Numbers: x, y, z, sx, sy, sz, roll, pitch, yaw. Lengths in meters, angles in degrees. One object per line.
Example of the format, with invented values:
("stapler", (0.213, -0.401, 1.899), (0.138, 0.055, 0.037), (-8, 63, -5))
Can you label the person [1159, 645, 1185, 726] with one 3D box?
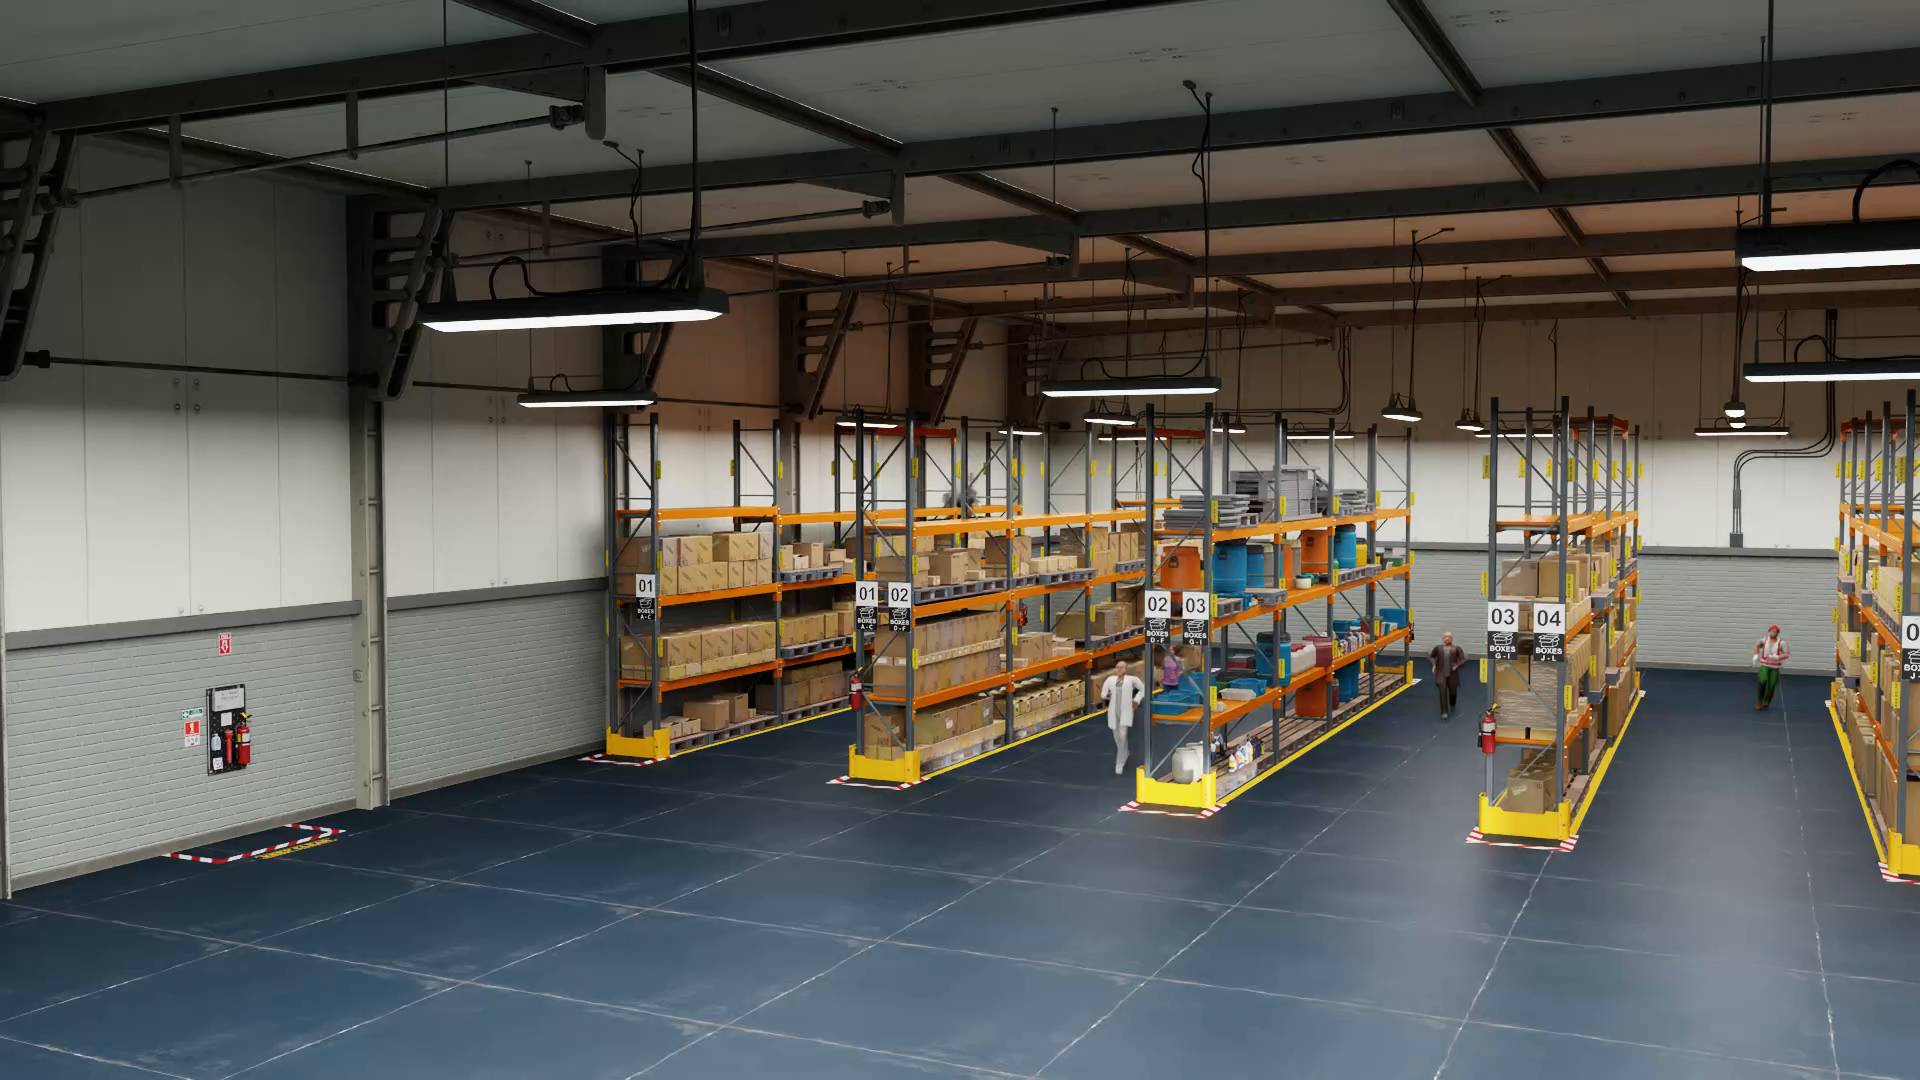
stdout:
("person", (4.171, 2.843, 32.730), (0.546, 1.560, 0.730), (1, 3, 23))

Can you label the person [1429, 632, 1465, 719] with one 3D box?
("person", (9.819, 2.722, 33.549), (0.715, 1.735, 0.826), (1, 3, 19))

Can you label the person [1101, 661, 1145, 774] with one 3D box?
("person", (2.685, 2.924, 27.724), (0.690, 1.819, 0.910), (1, 3, 25))

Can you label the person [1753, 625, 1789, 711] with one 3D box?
("person", (16.890, 2.663, 34.635), (0.675, 1.784, 0.673), (1, 3, 27))
